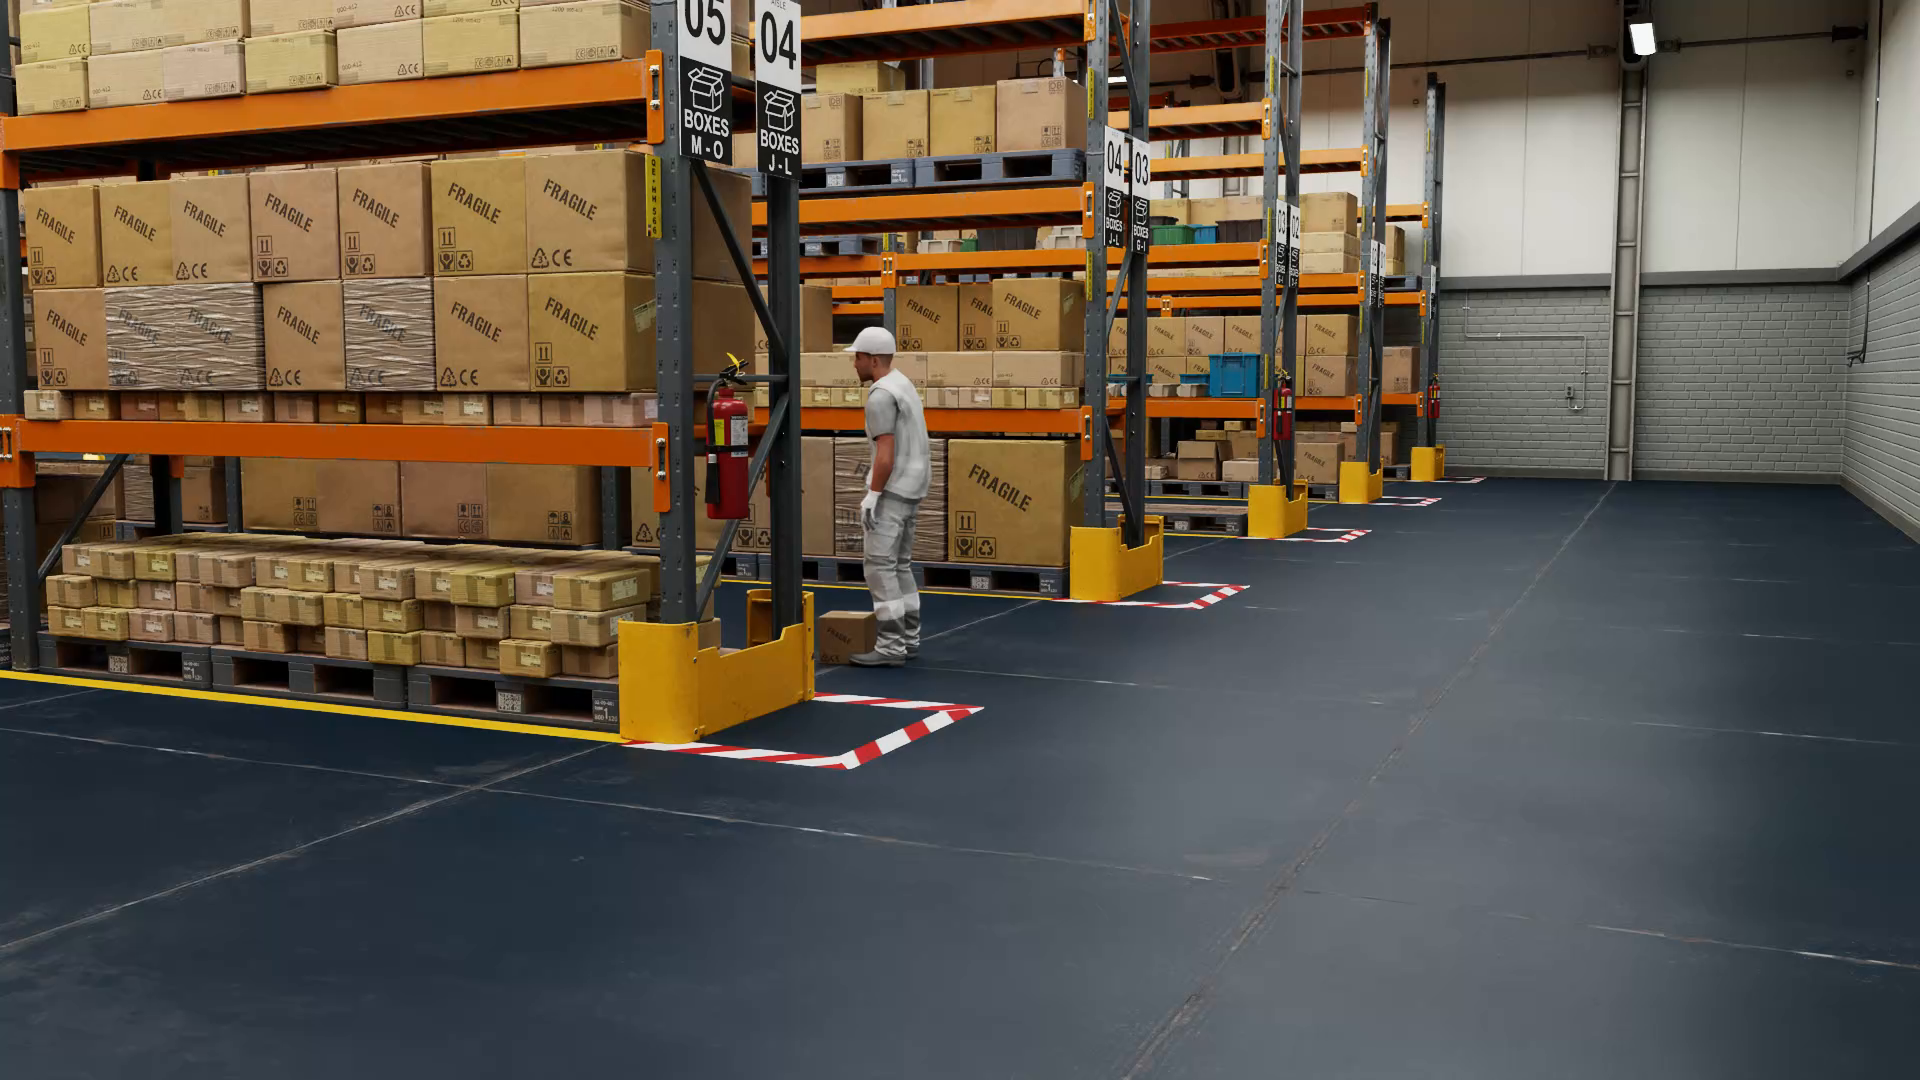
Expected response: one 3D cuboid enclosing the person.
[{"bbox_3d":[-0.386,-0.230,8.791,0.448,1.780,0.619,1,6,14],"label":"person"}]
